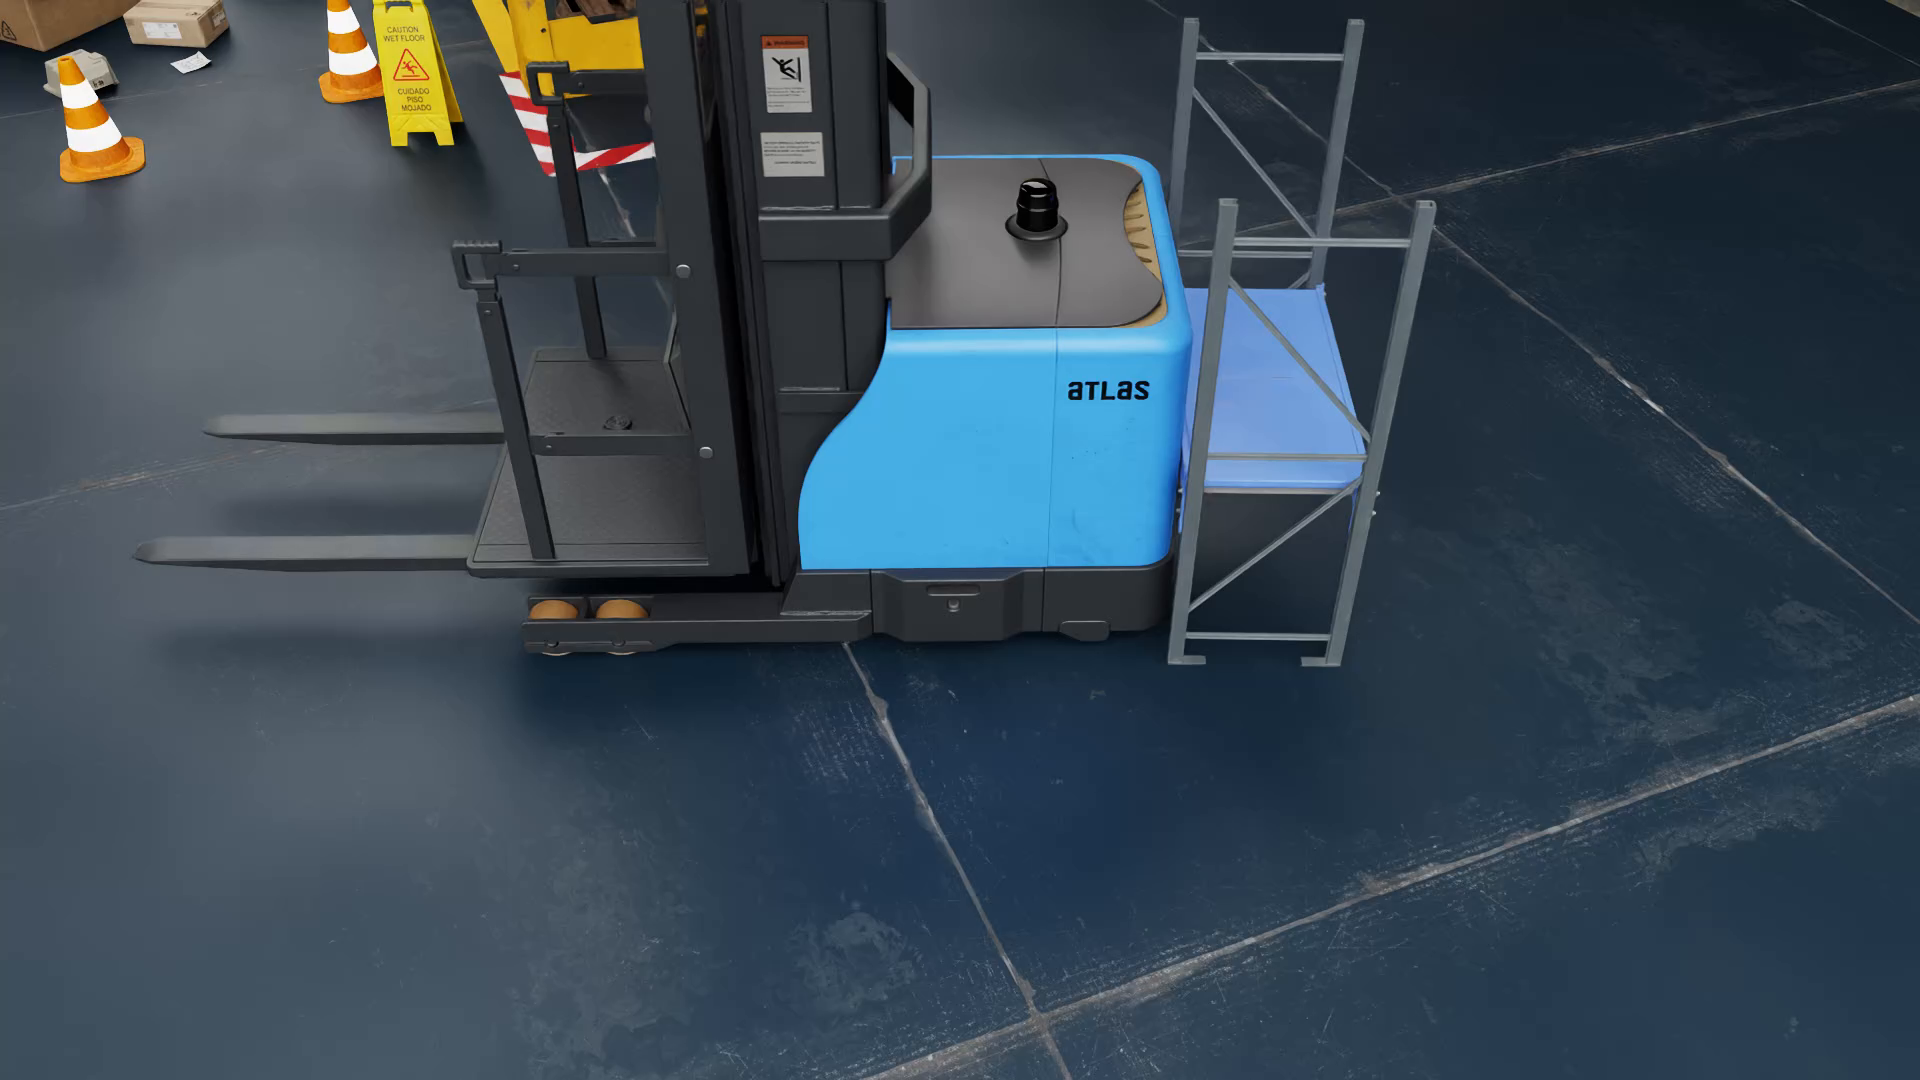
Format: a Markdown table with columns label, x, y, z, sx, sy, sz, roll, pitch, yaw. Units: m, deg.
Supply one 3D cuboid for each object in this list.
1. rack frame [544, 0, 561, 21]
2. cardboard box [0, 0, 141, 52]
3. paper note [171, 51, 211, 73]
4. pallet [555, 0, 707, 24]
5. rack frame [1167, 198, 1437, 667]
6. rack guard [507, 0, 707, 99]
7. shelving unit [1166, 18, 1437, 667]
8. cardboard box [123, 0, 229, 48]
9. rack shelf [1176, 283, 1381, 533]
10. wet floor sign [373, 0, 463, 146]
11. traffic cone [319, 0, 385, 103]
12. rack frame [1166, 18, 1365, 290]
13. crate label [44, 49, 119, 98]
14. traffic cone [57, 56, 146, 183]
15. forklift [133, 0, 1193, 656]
| label | x | y | z | sx | sy | sz | roll | pitch | yaw |
| --- | --- | --- | --- | --- | --- | --- | --- | --- | --- |
| rack frame | -1.429 | -3.311 | 6.799 | 1.000 | 3.000 | 0.127 | -15 | 43 | -17 |
| cardboard box | -4.440 | -2.791 | 8.109 | 0.637 | 0.503 | 0.797 | 19 | 44 | 20 |
| paper note | -3.630 | -2.258 | 7.852 | 0.148 | 0.019 | 0.142 | -31 | 49 | -31 |
| pallet | -1.736 | -2.797 | 8.341 | 1.003 | 0.211 | 1.213 | -15 | 43 | -17 |
| rack frame | 0.853 | -0.214 | 4.348 | 0.500 | 1.500 | 0.032 | 1 | 41 | 1 |
| rack guard | -1.458 | -2.409 | 7.668 | 1.175 | 0.500 | 0.348 | -15 | 43 | -17 |
| shelving unit | 0.863 | -0.545 | 4.734 | 0.538 | 1.500 | 1.048 | 1 | 41 | 1 |
| cardboard box | -3.796 | -2.515 | 8.061 | 0.380 | 0.149 | 0.250 | 5 | 41 | 6 |
| rack shelf | 0.863 | -0.409 | 4.851 | 0.538 | 0.185 | 1.000 | 1 | 41 | 1 |
| wet floor sign | -2.345 | -2.037 | 7.123 | 0.267 | 0.644 | 0.232 | -2 | 41 | -2 |
| traffic cone | -2.785 | -2.286 | 7.553 | 0.336 | 0.463 | 0.334 | -15 | 43 | -17 |
| rack frame | 0.874 | -0.877 | 5.119 | 0.500 | 1.500 | 0.032 | 1 | 41 | 1 |
| crate label | -4.039 | -2.139 | 7.632 | 0.298 | 0.136 | 0.250 | 27 | 47 | 27 |
| traffic cone | -3.681 | -1.804 | 6.993 | 0.336 | 0.463 | 0.334 | -15 | 43 | -17 |
| forklift | -0.906 | -1.122 | 4.307 | 3.031 | 2.935 | 1.130 | -1 | 41 | -1 |
